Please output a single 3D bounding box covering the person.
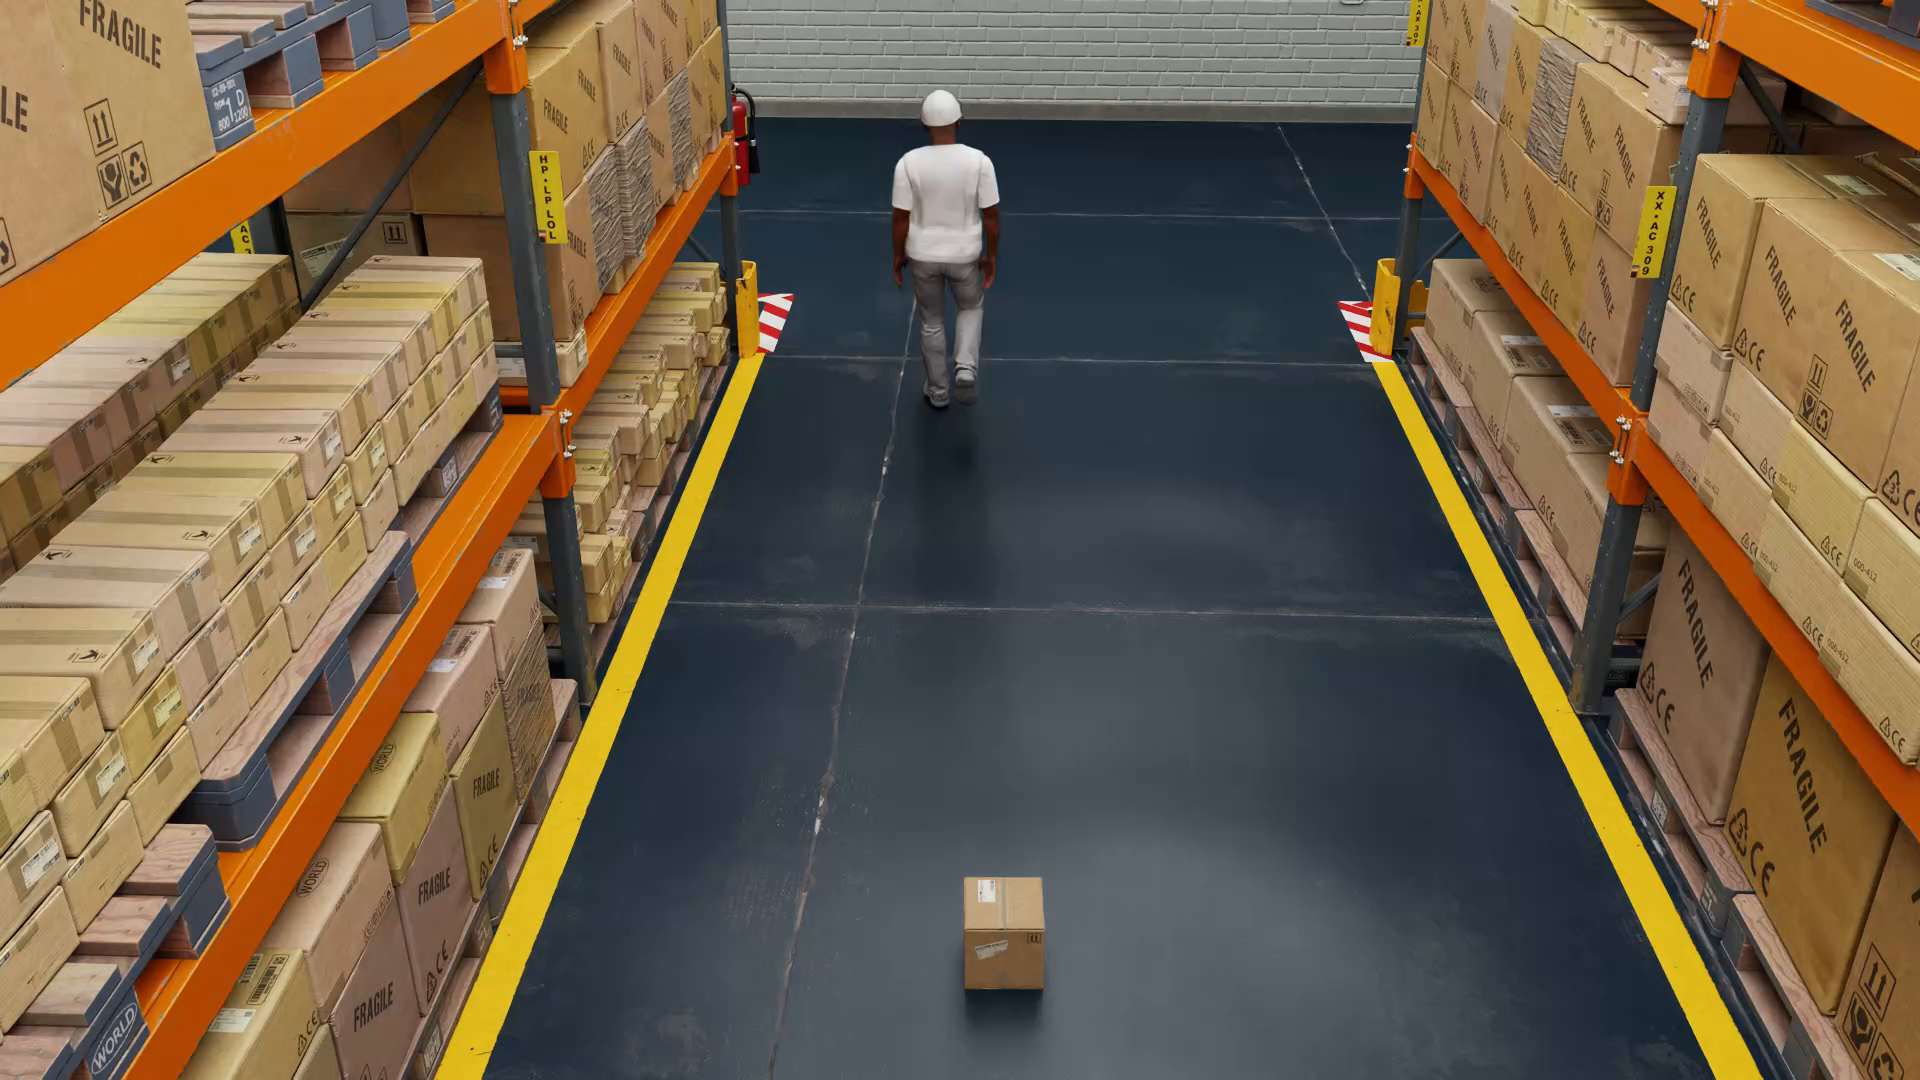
[{"bbox_3d":[-0.077,-1.534,8.957,0.579,1.757,0.552,0,28,-1],"label":"person"}]
